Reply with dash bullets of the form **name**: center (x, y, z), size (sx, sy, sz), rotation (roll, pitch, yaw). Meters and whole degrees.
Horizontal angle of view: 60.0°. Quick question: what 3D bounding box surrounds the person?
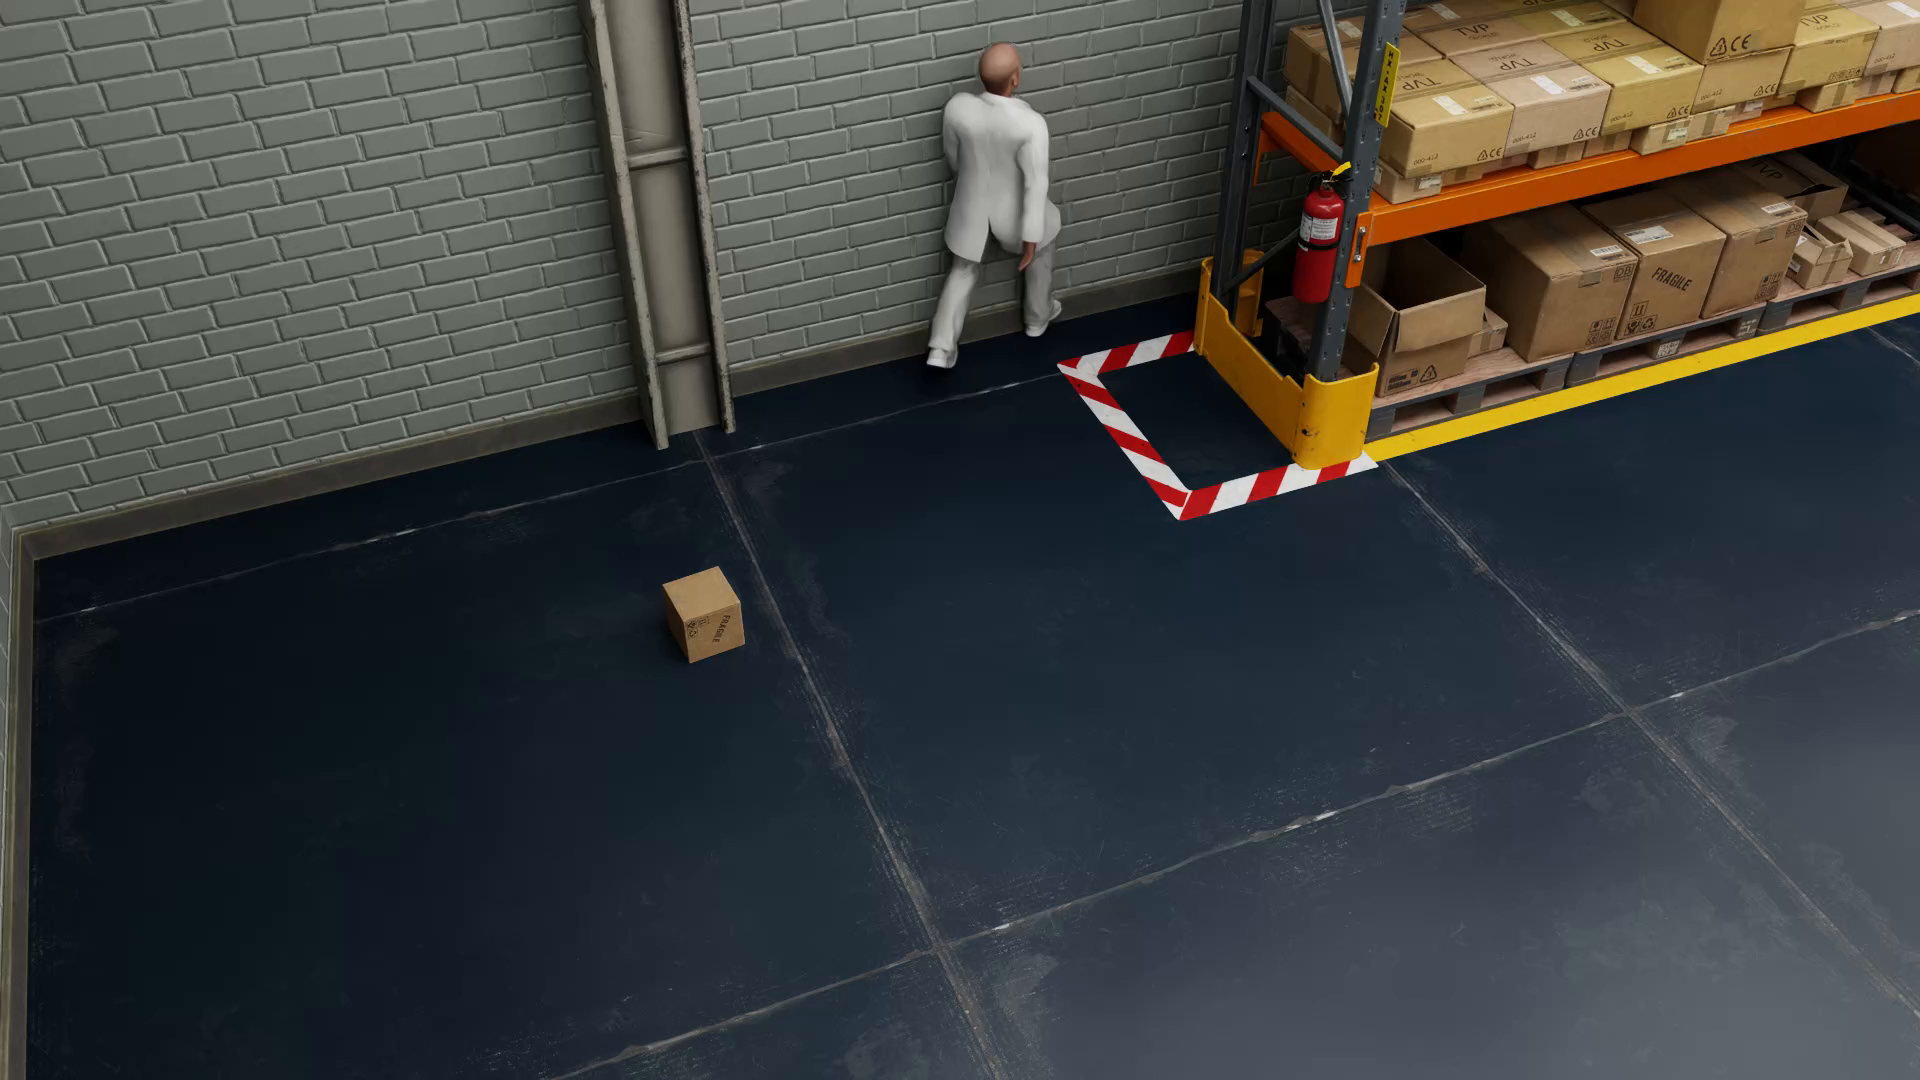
- **person**: center (0.193, -1.631, 8.018), size (0.572, 1.704, 1.037), rotation (13, 43, 14)
